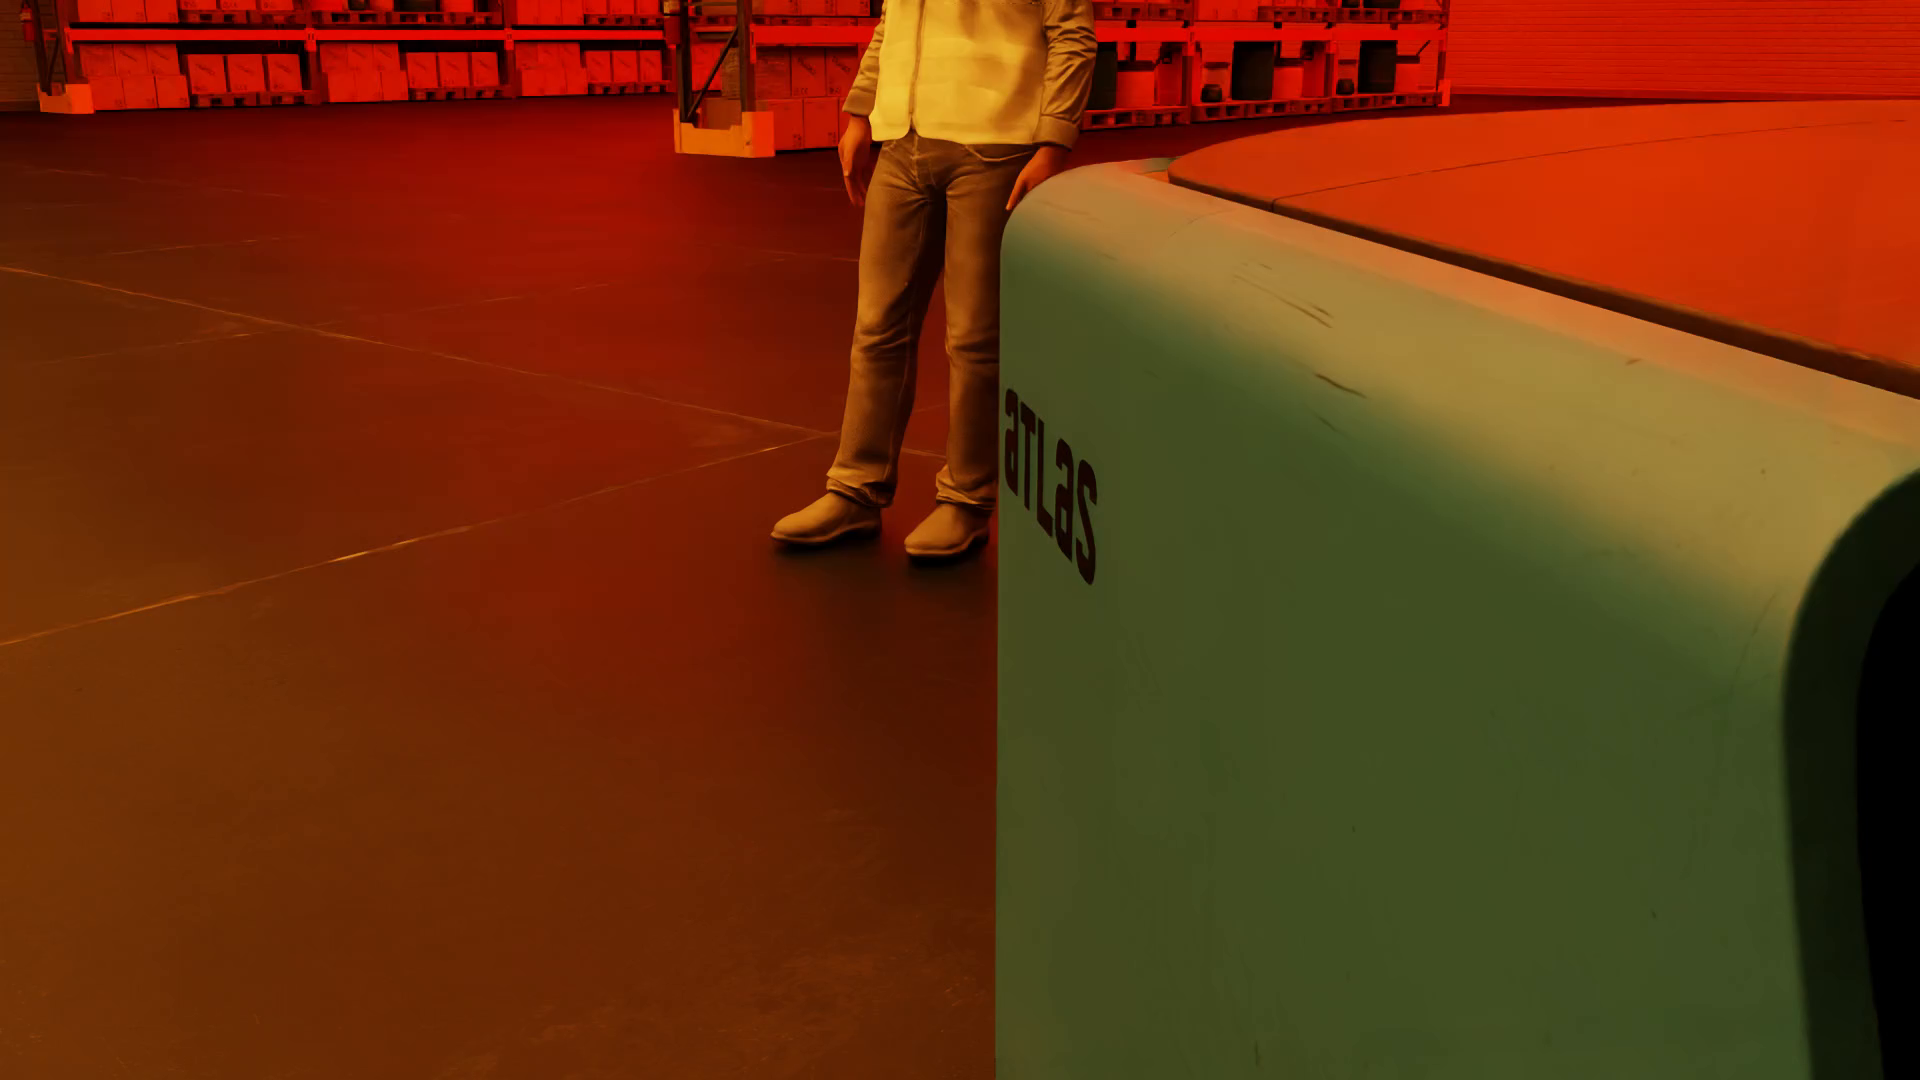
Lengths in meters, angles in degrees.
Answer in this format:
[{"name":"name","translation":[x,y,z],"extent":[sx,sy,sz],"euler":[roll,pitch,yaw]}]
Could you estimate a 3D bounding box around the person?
[{"name":"person","translation":[-0.046,-0.843,3.640],"extent":[0.633,1.775,0.566],"euler":[13,21,37]}]
